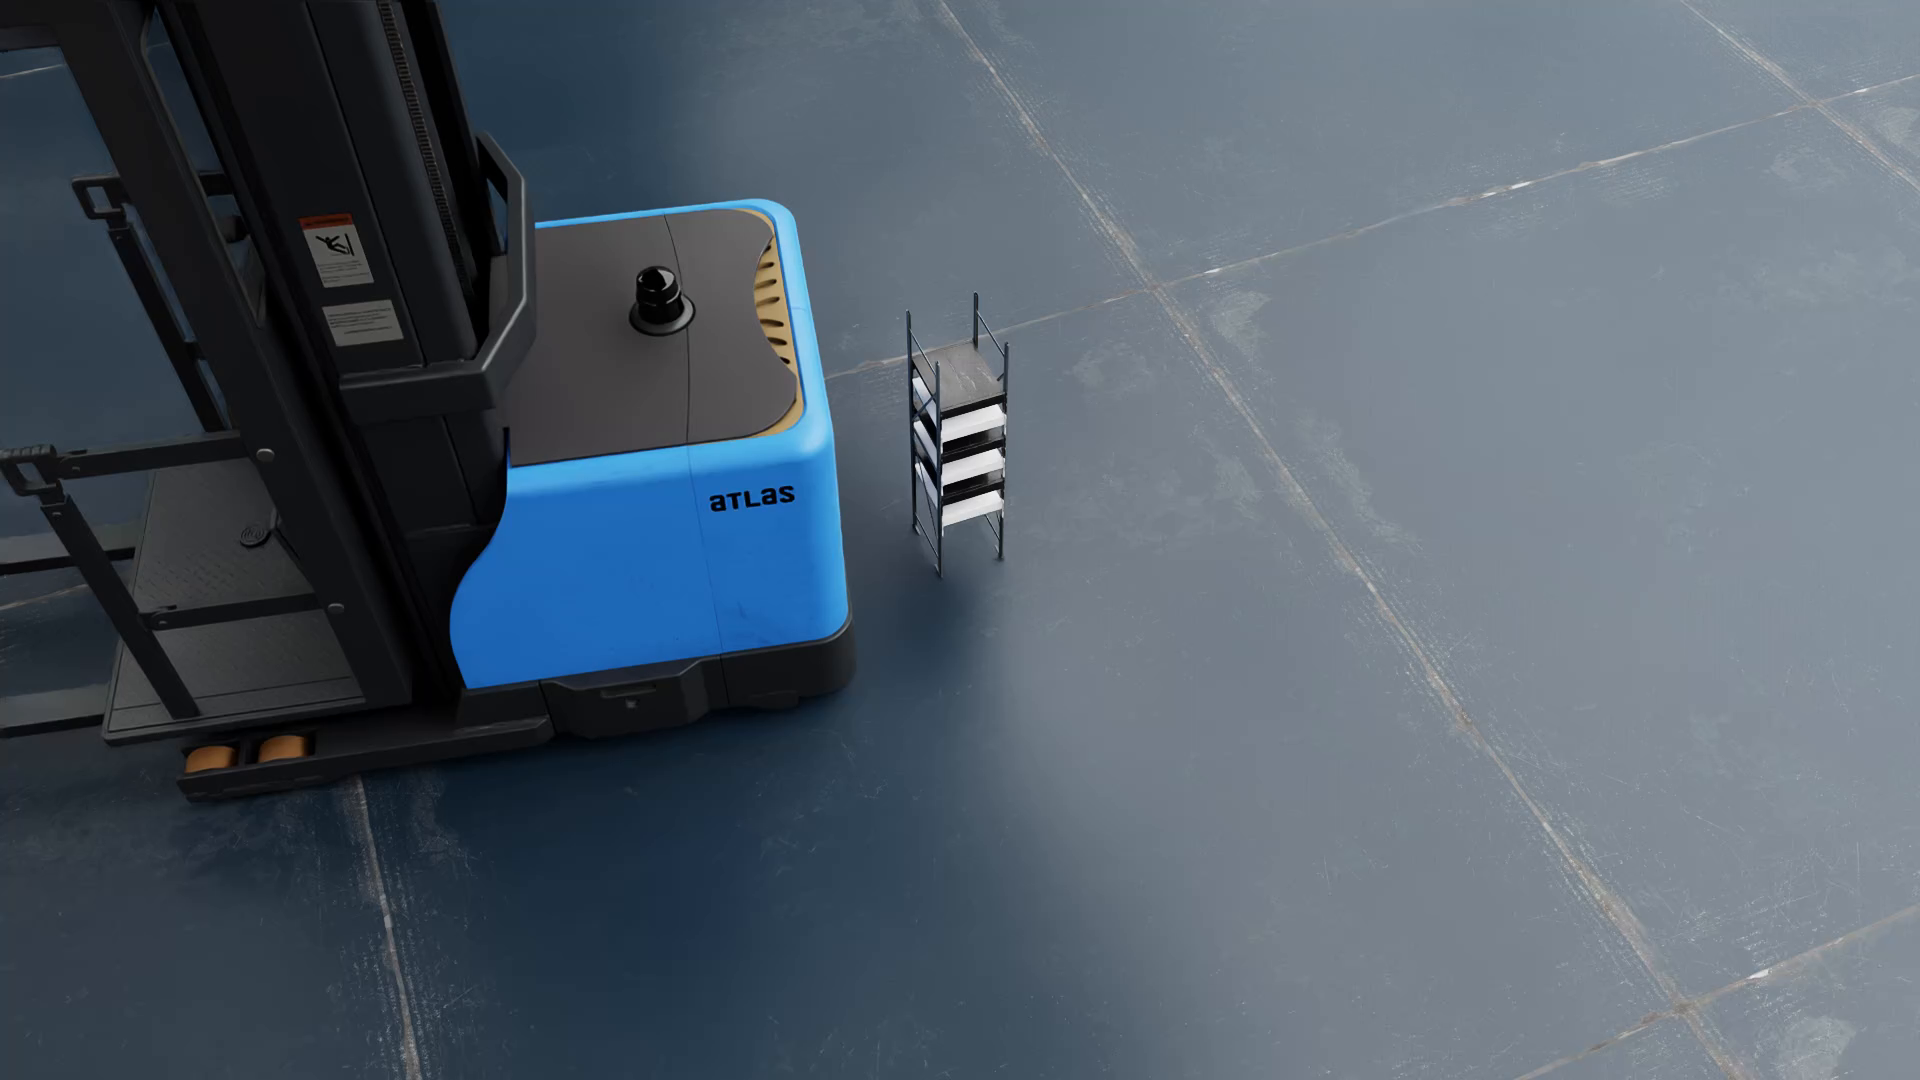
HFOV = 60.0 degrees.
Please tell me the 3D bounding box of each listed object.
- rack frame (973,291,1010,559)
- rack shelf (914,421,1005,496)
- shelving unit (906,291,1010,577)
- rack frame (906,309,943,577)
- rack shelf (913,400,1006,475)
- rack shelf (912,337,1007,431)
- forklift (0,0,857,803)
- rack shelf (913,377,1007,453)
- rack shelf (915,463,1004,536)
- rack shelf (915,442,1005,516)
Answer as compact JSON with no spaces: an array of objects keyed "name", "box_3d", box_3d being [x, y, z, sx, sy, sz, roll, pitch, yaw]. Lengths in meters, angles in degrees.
[{"name":"rack frame","box_3d":[0.087,-0.320,4.932,0.006,0.900,0.240,-17,52,-14]},{"name":"rack shelf","box_3d":[-0.008,-0.269,4.932,0.200,0.077,0.258,-17,52,-14]},{"name":"shelving unit","box_3d":[-0.008,-0.291,4.907,0.210,0.900,0.258,-17,52,-14]},{"name":"rack frame","box_3d":[-0.102,-0.262,4.882,0.006,0.900,0.240,-17,52,-14]},{"name":"rack shelf","box_3d":[-0.008,-0.328,4.864,0.200,0.077,0.258,-17,52,-14]},{"name":"rack shelf","box_3d":[-0.008,-0.445,4.727,0.200,0.077,0.258,-17,52,-14]},{"name":"forklift","box_3d":[-1.868,-0.669,3.892,3.031,2.935,1.130,-8,50,-7]},{"name":"rack shelf","box_3d":[-0.008,-0.386,4.795,0.200,0.077,0.258,-17,52,-14]},{"name":"rack shelf","box_3d":[-0.008,-0.152,5.068,0.200,0.077,0.258,-17,52,-14]},{"name":"rack shelf","box_3d":[-0.008,-0.211,5.000,0.200,0.077,0.258,-17,52,-14]}]
